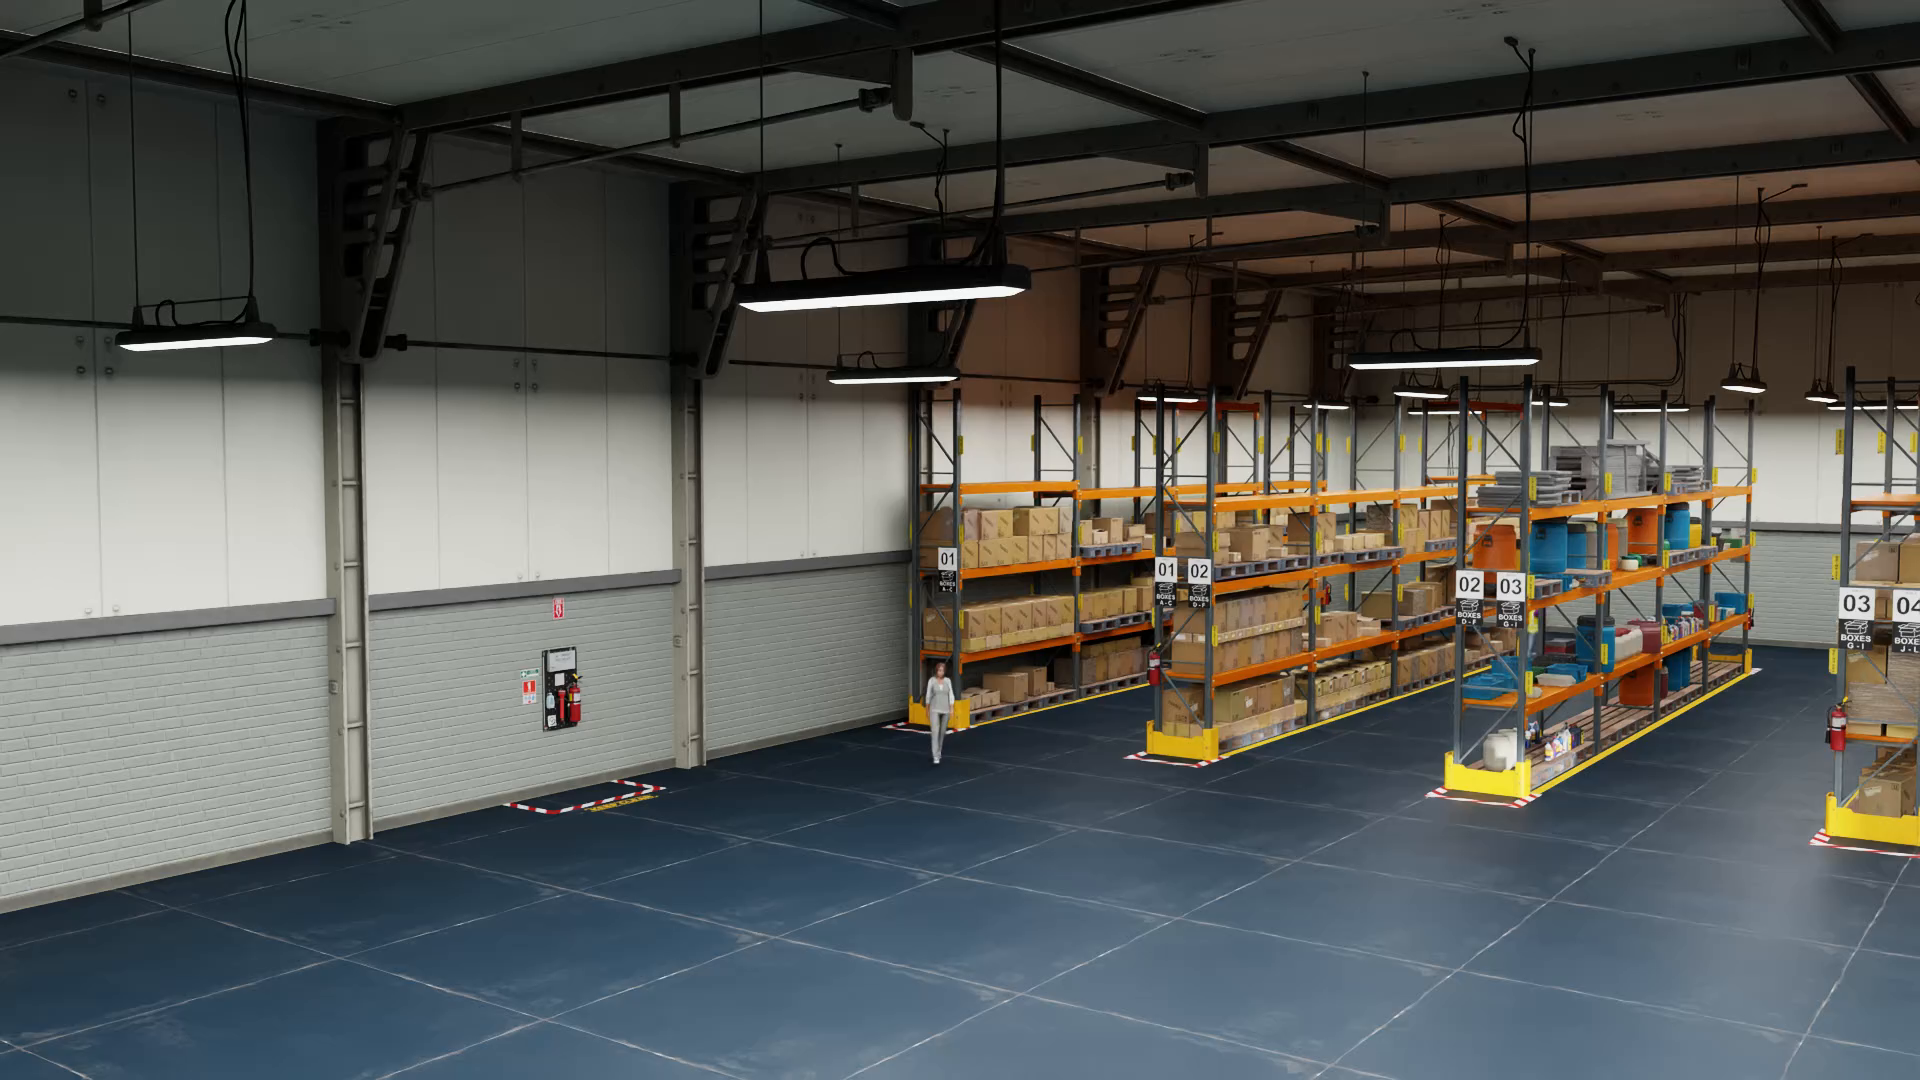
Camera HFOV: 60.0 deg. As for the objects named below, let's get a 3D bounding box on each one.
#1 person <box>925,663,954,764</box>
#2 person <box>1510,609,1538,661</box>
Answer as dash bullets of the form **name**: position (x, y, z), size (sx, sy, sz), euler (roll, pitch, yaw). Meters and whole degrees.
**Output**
- **person**: position (-0.312, 2.734, 26.143), size (0.460, 1.530, 0.858), euler (-1, 3, -19)
- **person**: position (12.548, 2.029, 36.829), size (0.634, 1.704, 1.077), euler (3, 4, 38)
